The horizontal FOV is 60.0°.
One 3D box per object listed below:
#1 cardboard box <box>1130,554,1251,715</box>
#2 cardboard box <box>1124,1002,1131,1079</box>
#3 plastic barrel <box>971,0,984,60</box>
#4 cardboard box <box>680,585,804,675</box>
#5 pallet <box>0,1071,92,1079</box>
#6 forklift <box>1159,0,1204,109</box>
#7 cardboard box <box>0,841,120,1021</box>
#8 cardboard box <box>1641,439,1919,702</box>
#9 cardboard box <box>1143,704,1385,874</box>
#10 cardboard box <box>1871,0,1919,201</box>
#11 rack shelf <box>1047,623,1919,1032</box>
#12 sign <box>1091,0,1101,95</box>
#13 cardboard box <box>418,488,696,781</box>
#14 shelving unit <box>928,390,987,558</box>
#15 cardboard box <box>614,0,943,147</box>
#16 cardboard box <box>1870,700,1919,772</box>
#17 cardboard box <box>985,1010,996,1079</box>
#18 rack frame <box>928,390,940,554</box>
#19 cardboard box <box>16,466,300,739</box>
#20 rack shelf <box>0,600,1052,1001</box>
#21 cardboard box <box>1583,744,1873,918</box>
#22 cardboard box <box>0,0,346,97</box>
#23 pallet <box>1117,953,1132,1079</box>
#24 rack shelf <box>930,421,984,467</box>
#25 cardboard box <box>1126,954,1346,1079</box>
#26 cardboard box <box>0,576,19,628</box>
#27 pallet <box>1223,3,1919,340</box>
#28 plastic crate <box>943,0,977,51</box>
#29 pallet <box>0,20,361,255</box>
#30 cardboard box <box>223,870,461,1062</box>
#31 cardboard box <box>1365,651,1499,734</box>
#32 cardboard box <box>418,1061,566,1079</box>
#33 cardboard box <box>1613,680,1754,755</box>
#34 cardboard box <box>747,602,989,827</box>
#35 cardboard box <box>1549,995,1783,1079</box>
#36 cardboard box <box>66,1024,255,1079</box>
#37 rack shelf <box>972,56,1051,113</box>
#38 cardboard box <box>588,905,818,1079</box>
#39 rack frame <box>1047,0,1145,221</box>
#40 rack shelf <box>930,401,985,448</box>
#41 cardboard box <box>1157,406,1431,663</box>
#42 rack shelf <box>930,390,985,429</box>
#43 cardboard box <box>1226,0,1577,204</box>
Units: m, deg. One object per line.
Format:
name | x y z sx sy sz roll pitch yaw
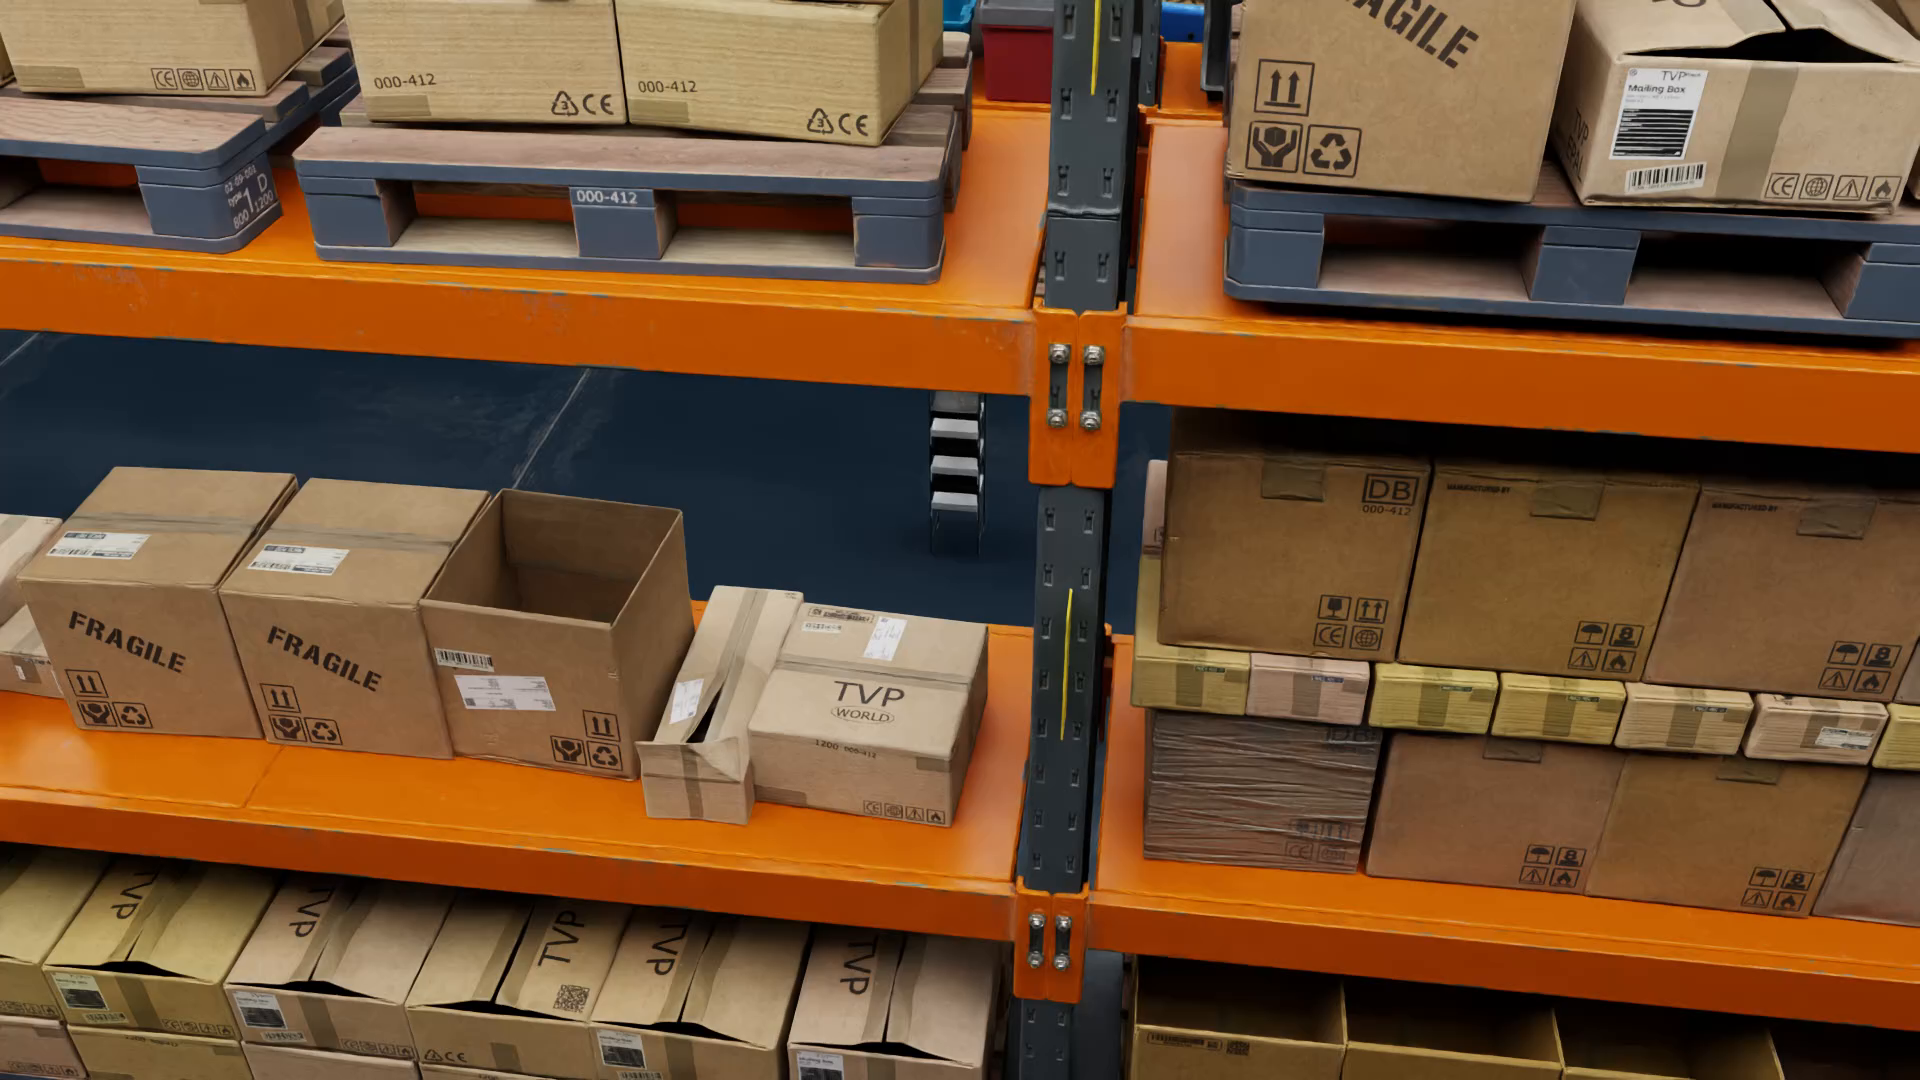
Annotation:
cardboard box | 0.518 0.207 3.733 0.250 0.149 0.380 4 36 6
cardboard box | 0.697 1.538 4.519 0.500 0.250 0.500 4 36 6
plastic barrel | -0.010 -2.726 8.370 0.433 0.535 0.433 0 36 0
cardboard box | -0.577 0.299 4.465 0.250 0.149 0.380 4 36 6
pallet | -2.880 1.303 5.243 1.213 0.211 1.003 4 36 6
forklift | 1.799 -4.290 10.738 1.130 2.935 3.031 11 37 15
cardboard box | -2.687 1.046 4.724 0.500 0.311 0.500 3 36 5
cardboard box | 1.715 -0.085 3.584 0.500 0.500 0.700 4 36 6
cardboard box | 0.717 0.369 4.065 0.500 0.500 0.700 3 36 5
cardboard box | 1.893 -0.916 2.798 0.637 0.503 0.797 8 36 11
rack shelf | 2.260 0.821 4.136 4.000 0.370 1.077 4 36 6
sign | 0.217 -0.866 2.583 0.005 0.325 0.100 4 36 6
cardboard box | -1.006 0.235 4.253 0.500 0.500 0.500 7 36 9
shelving unit | -0.008 -0.367 6.989 0.210 0.900 0.258 4 36 6
cardboard box | -0.334 -1.001 3.257 0.500 0.250 0.500 8 36 11
cardboard box | 2.055 0.320 3.575 0.250 0.149 0.380 4 36 6
cardboard box | -0.172 1.465 4.621 0.500 0.250 0.500 4 36 6
rack frame | -0.109 -0.374 7.000 0.006 0.900 0.240 4 36 6
cardboard box | -2.025 0.159 4.360 0.500 0.500 0.500 2 36 3
rack shelf | -1.708 0.525 4.551 4.000 0.370 1.077 4 36 6
cardboard box | 1.738 0.444 3.960 0.500 0.500 0.700 5 36 7
cardboard box | -1.613 -1.127 3.433 0.500 0.250 0.500 1 36 2
pallet | 1.059 1.598 4.829 1.213 0.211 1.003 4 36 6
rack shelf | -0.008 -0.413 6.957 0.200 0.077 0.258 4 36 6
cardboard box | 0.696 1.238 4.293 0.500 0.500 0.500 4 36 6
cardboard box | -2.829 0.299 4.326 0.500 0.311 0.500 4 36 5
pallet | 1.125 -0.756 3.222 1.213 0.211 1.003 4 36 6
plastic crate | -0.223 -2.369 8.001 0.575 0.384 0.392 4 36 6
pallet | -1.897 -0.980 3.621 1.213 0.211 1.003 6 36 8
cardboard box | -1.672 1.123 4.617 0.500 0.311 0.500 4 36 5
cardboard box | 1.023 0.244 3.682 0.250 0.149 0.380 3 36 5
cardboard box | -1.181 1.389 4.727 0.500 0.250 0.500 5 36 7
cardboard box | 1.531 0.282 3.628 0.250 0.149 0.380 3 36 4
cardboard box | -0.218 0.430 4.194 0.500 0.250 0.500 6 36 9
cardboard box | 1.688 1.312 4.189 0.500 0.500 0.500 4 36 6
cardboard box | -2.194 1.312 4.834 0.500 0.250 0.500 3 36 5
rack shelf | -1.073 -2.328 8.550 4.000 0.370 1.077 4 36 6
cardboard box | -0.679 1.201 4.508 0.500 0.311 0.500 5 36 7
rack frame | 0.276 -2.061 2.392 0.127 3.000 1.000 4 36 6
rack shelf | -0.008 -0.486 6.904 0.200 0.077 0.258 4 36 6
cardboard box | 0.717 -0.159 3.688 0.500 0.500 0.700 4 36 6
rack shelf | -0.008 -0.560 6.852 0.200 0.077 0.258 4 36 6
cardboard box | 0.742 -0.920 2.807 0.500 0.500 0.500 7 36 10
